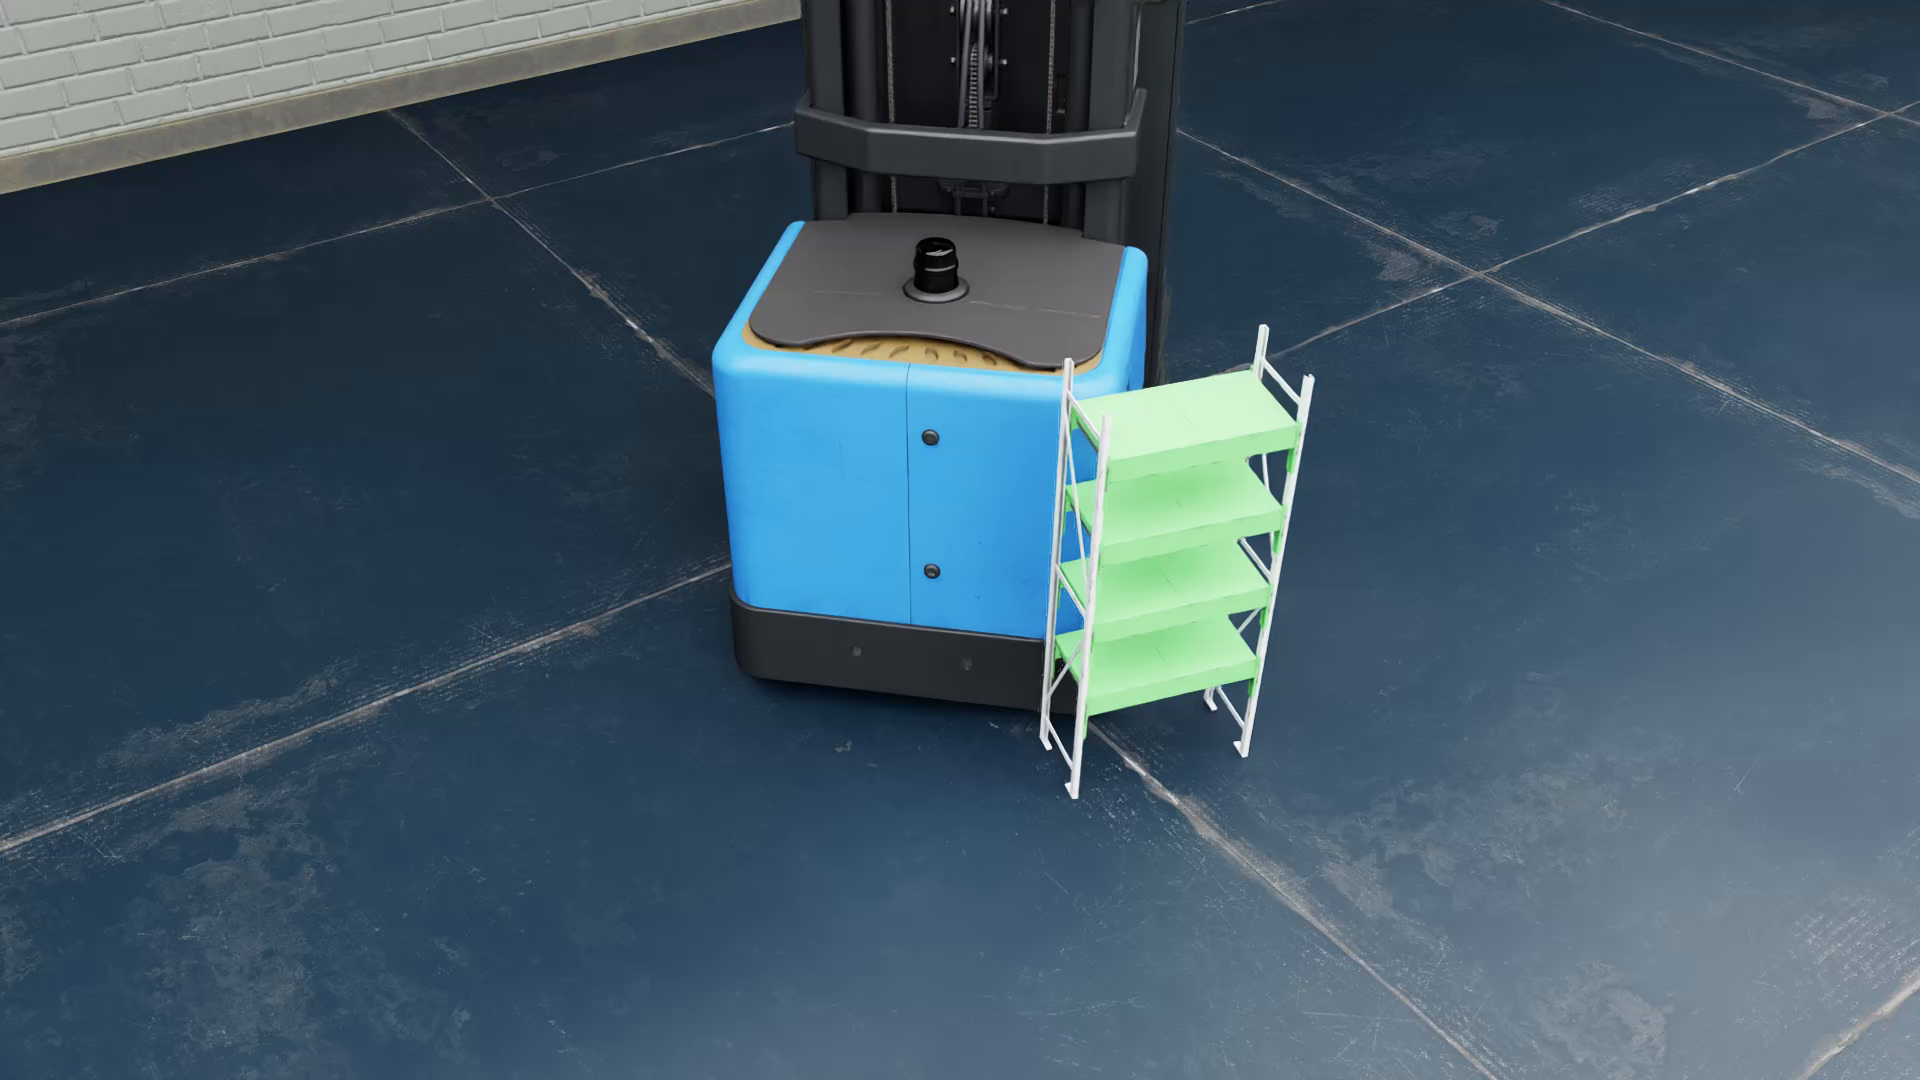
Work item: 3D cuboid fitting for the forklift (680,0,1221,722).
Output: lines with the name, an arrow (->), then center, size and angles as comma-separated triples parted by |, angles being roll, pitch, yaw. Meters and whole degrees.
forklift -> 0.220, -1.564, 4.914 | 1.130, 2.935, 3.031 | 11, 37, 15

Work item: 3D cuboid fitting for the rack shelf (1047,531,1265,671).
rack shelf -> 0.483, 0.130, 4.150 | 0.480, 0.148, 0.258 | -16, 39, -21

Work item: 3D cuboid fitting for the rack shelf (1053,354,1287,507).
rack shelf -> 0.482, -0.260, 3.871 | 0.480, 0.148, 0.258 | -16, 39, -21

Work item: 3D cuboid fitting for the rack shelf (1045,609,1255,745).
rack shelf -> 0.483, 0.325, 4.290 | 0.480, 0.148, 0.258 | -16, 39, -21

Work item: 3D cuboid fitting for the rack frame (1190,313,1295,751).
rack frame -> 0.701, 0.014, 4.202 | 0.015, 1.200, 0.240 | -16, 39, -21

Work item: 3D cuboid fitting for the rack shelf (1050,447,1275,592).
rack shelf -> 0.483, -0.065, 4.010 | 0.480, 0.148, 0.258 | -16, 39, -21

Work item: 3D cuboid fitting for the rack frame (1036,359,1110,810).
rack frame -> 0.265, 0.143, 4.023 | 0.015, 1.200, 0.240 | -16, 39, -21

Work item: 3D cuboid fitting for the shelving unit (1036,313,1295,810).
shelving unit -> 0.483, 0.078, 4.113 | 0.503, 1.200, 0.258 | -16, 39, -21
